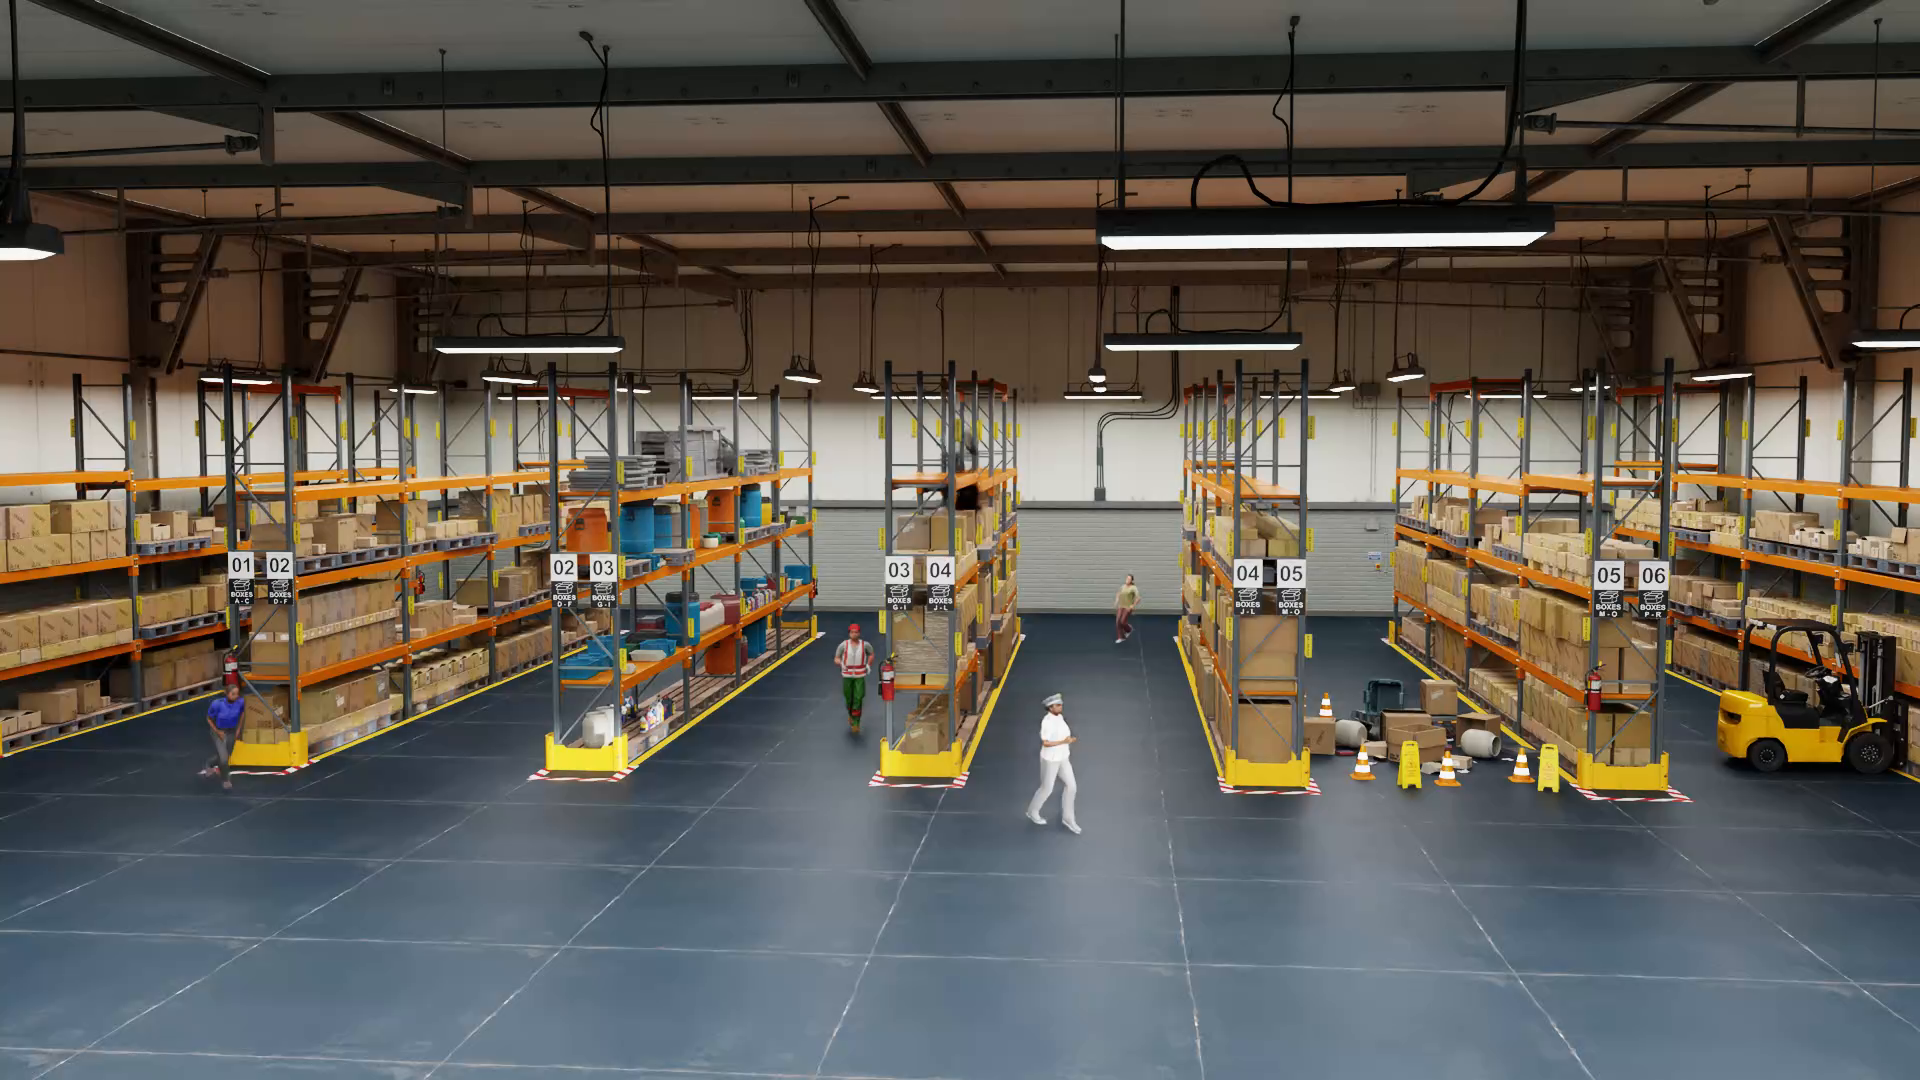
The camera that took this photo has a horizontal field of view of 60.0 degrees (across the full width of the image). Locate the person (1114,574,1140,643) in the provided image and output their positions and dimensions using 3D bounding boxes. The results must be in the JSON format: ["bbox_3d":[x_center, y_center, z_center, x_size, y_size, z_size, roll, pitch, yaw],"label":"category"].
[{"bbox_3d":[3.949,1.578,39.328,0.637,1.557,0.496,3,5,39],"label":"person"}]

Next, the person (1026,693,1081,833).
[{"bbox_3d":[1.167,2.782,20.833,0.753,1.752,0.564,3,5,39],"label":"person"}]

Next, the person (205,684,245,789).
[{"bbox_3d":[-10.366,2.739,23.390,0.925,1.495,0.550,3,5,42],"label":"person"}]

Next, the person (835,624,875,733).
[{"bbox_3d":[-1.751,2.267,27.595,0.661,1.767,0.935,0,4,-2],"label":"person"}]
